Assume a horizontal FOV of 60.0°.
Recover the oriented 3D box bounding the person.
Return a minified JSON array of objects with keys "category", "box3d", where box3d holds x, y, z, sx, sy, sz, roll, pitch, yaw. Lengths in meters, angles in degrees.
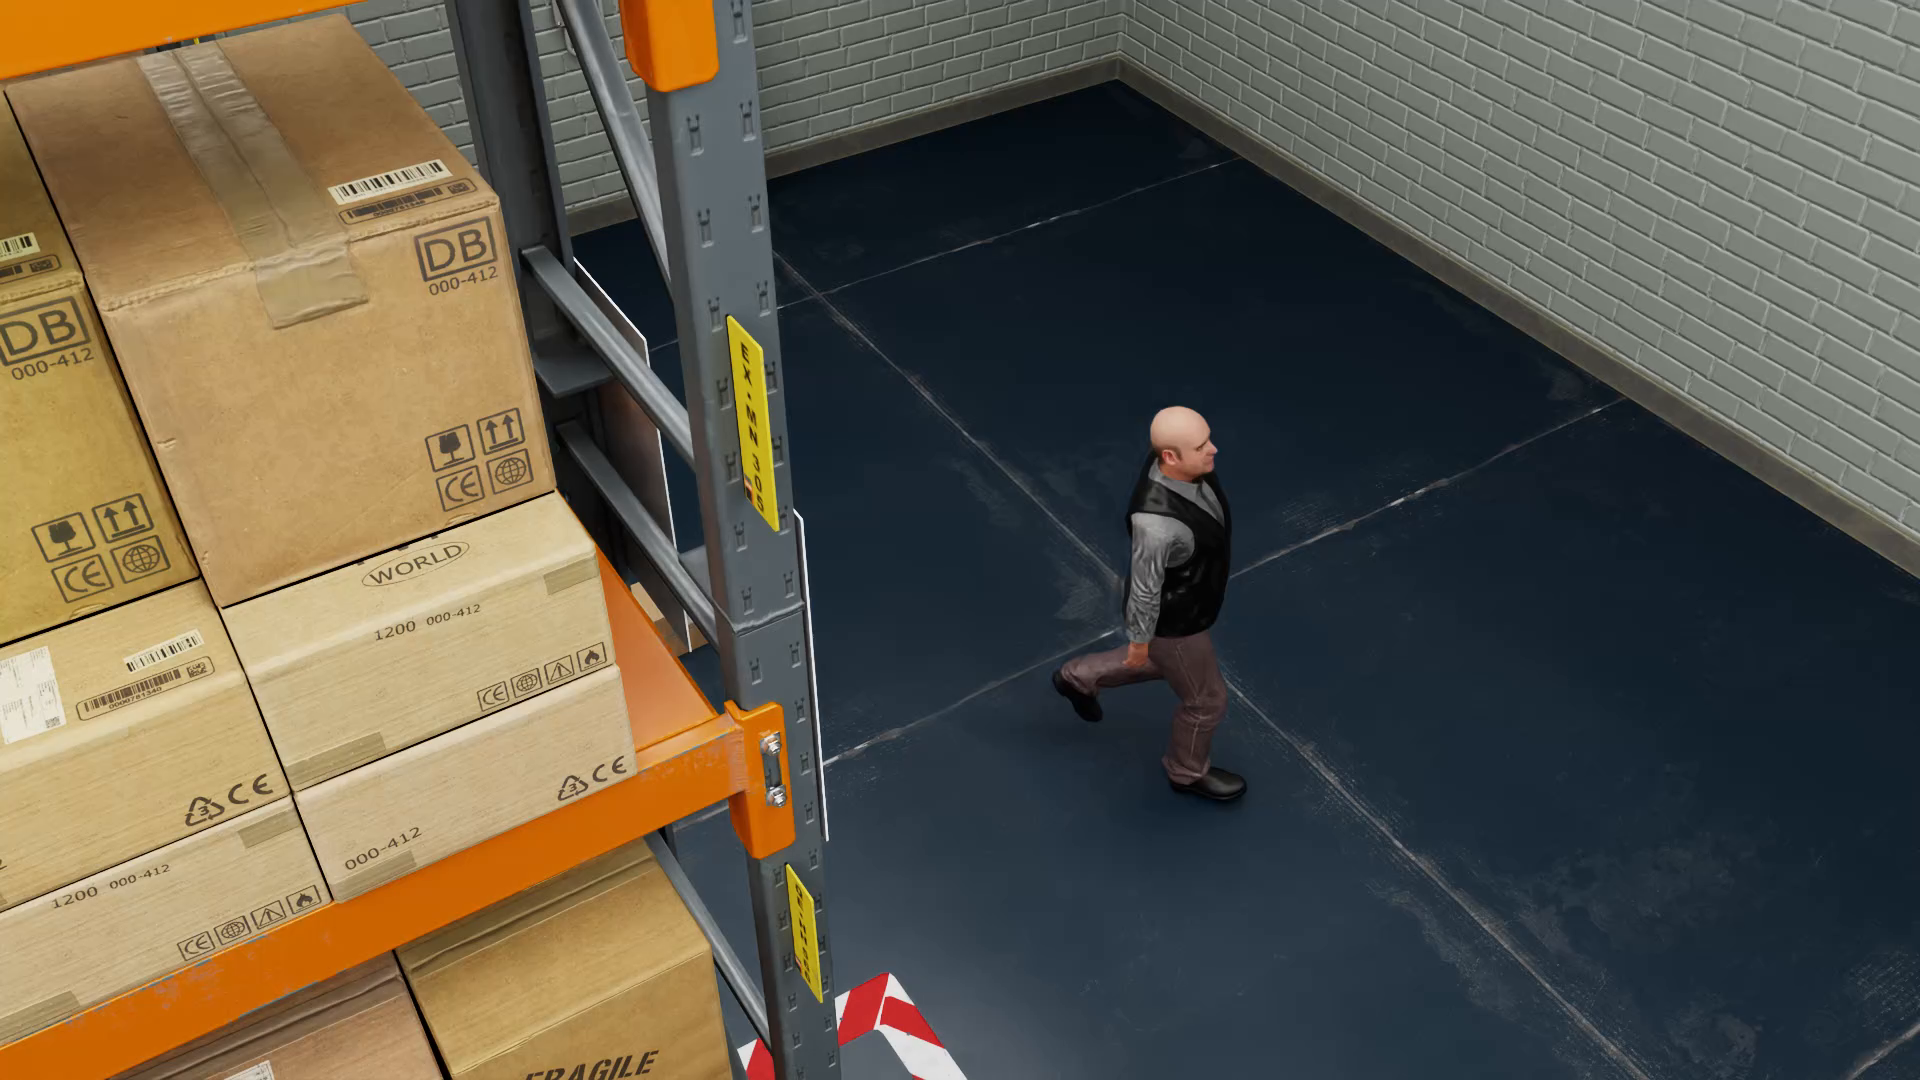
[{"category":"person","box3d":[0.716,0.221,5.896,0.802,1.695,0.530,10,41,11]}]
